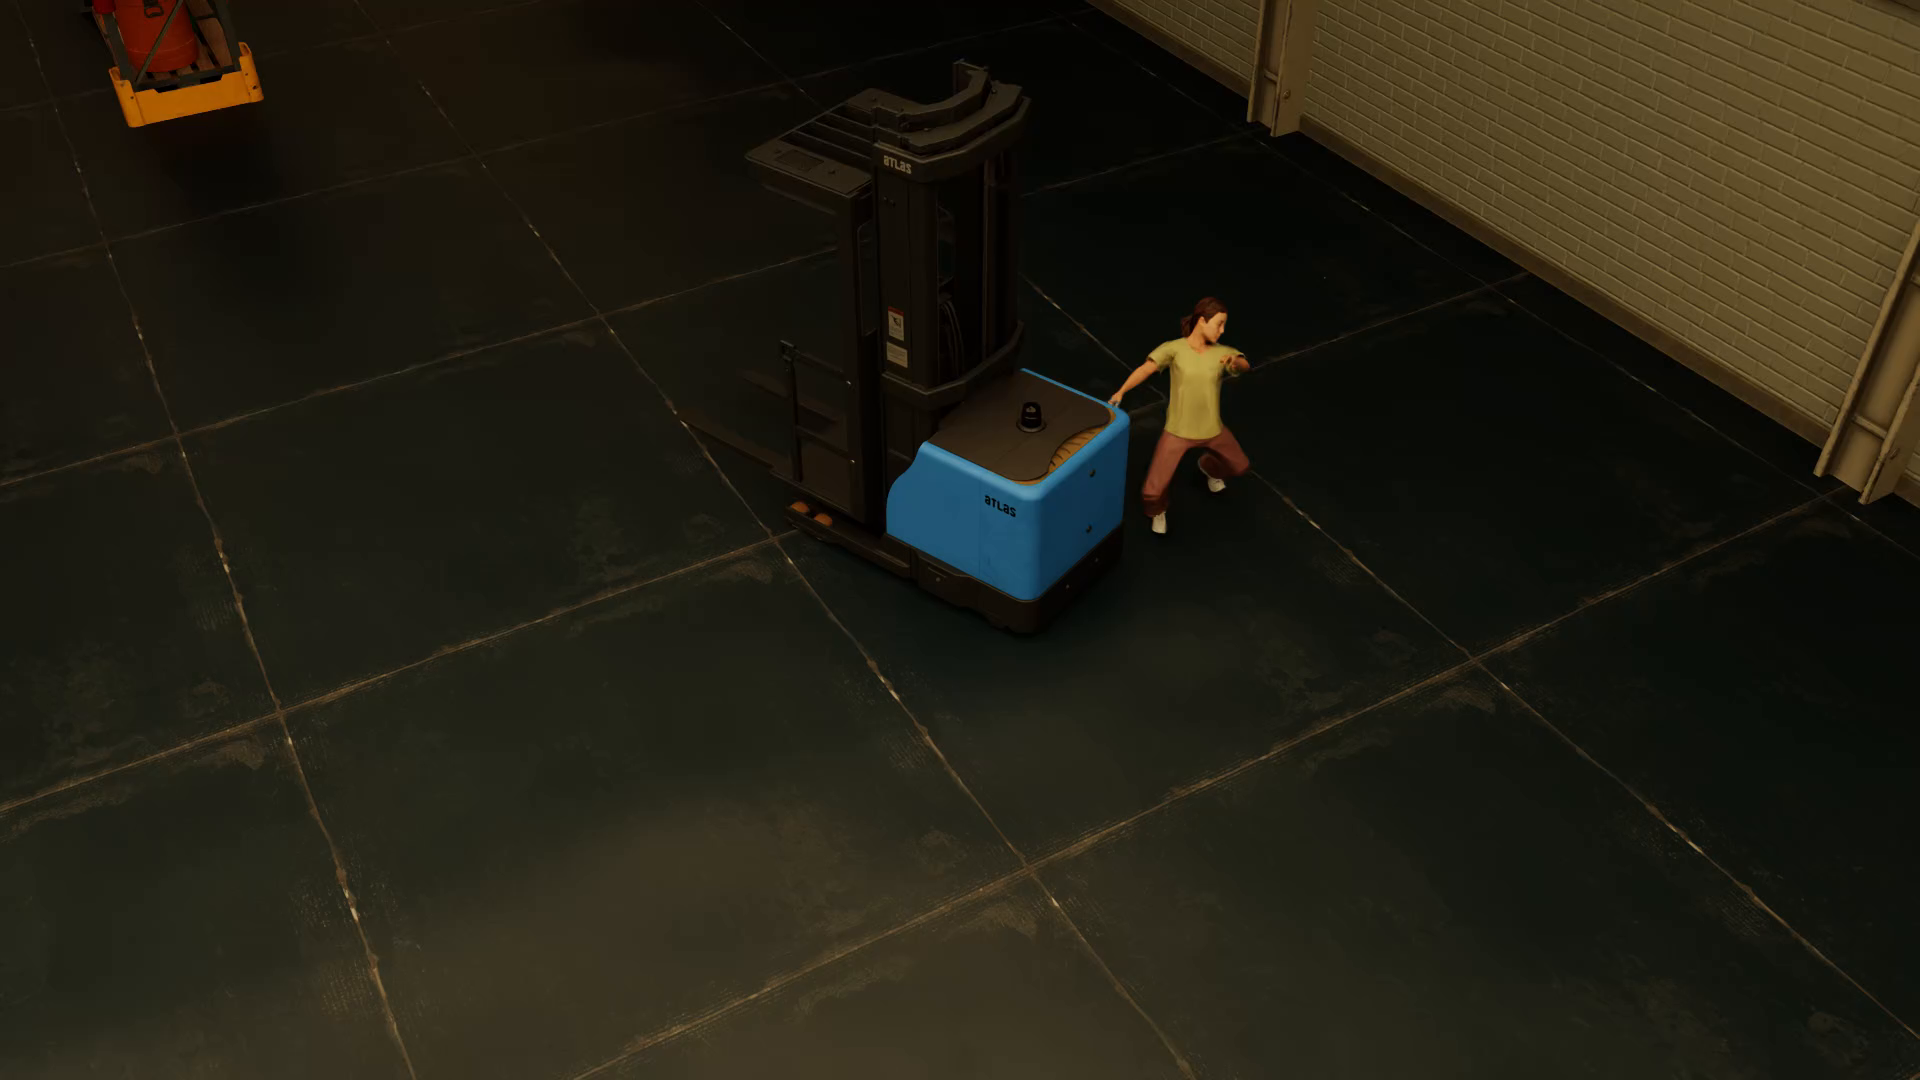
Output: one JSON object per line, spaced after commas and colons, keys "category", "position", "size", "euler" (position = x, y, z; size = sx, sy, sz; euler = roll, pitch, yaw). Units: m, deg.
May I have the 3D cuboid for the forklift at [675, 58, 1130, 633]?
{"category": "forklift", "position": [-0.481, -1.366, 9.683], "size": [3.031, 2.935, 1.130], "euler": [26, 46, 28]}

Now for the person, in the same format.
{"category": "person", "position": [1.291, -0.670, 9.986], "size": [0.984, 1.427, 0.716], "euler": [-11, 41, -13]}
